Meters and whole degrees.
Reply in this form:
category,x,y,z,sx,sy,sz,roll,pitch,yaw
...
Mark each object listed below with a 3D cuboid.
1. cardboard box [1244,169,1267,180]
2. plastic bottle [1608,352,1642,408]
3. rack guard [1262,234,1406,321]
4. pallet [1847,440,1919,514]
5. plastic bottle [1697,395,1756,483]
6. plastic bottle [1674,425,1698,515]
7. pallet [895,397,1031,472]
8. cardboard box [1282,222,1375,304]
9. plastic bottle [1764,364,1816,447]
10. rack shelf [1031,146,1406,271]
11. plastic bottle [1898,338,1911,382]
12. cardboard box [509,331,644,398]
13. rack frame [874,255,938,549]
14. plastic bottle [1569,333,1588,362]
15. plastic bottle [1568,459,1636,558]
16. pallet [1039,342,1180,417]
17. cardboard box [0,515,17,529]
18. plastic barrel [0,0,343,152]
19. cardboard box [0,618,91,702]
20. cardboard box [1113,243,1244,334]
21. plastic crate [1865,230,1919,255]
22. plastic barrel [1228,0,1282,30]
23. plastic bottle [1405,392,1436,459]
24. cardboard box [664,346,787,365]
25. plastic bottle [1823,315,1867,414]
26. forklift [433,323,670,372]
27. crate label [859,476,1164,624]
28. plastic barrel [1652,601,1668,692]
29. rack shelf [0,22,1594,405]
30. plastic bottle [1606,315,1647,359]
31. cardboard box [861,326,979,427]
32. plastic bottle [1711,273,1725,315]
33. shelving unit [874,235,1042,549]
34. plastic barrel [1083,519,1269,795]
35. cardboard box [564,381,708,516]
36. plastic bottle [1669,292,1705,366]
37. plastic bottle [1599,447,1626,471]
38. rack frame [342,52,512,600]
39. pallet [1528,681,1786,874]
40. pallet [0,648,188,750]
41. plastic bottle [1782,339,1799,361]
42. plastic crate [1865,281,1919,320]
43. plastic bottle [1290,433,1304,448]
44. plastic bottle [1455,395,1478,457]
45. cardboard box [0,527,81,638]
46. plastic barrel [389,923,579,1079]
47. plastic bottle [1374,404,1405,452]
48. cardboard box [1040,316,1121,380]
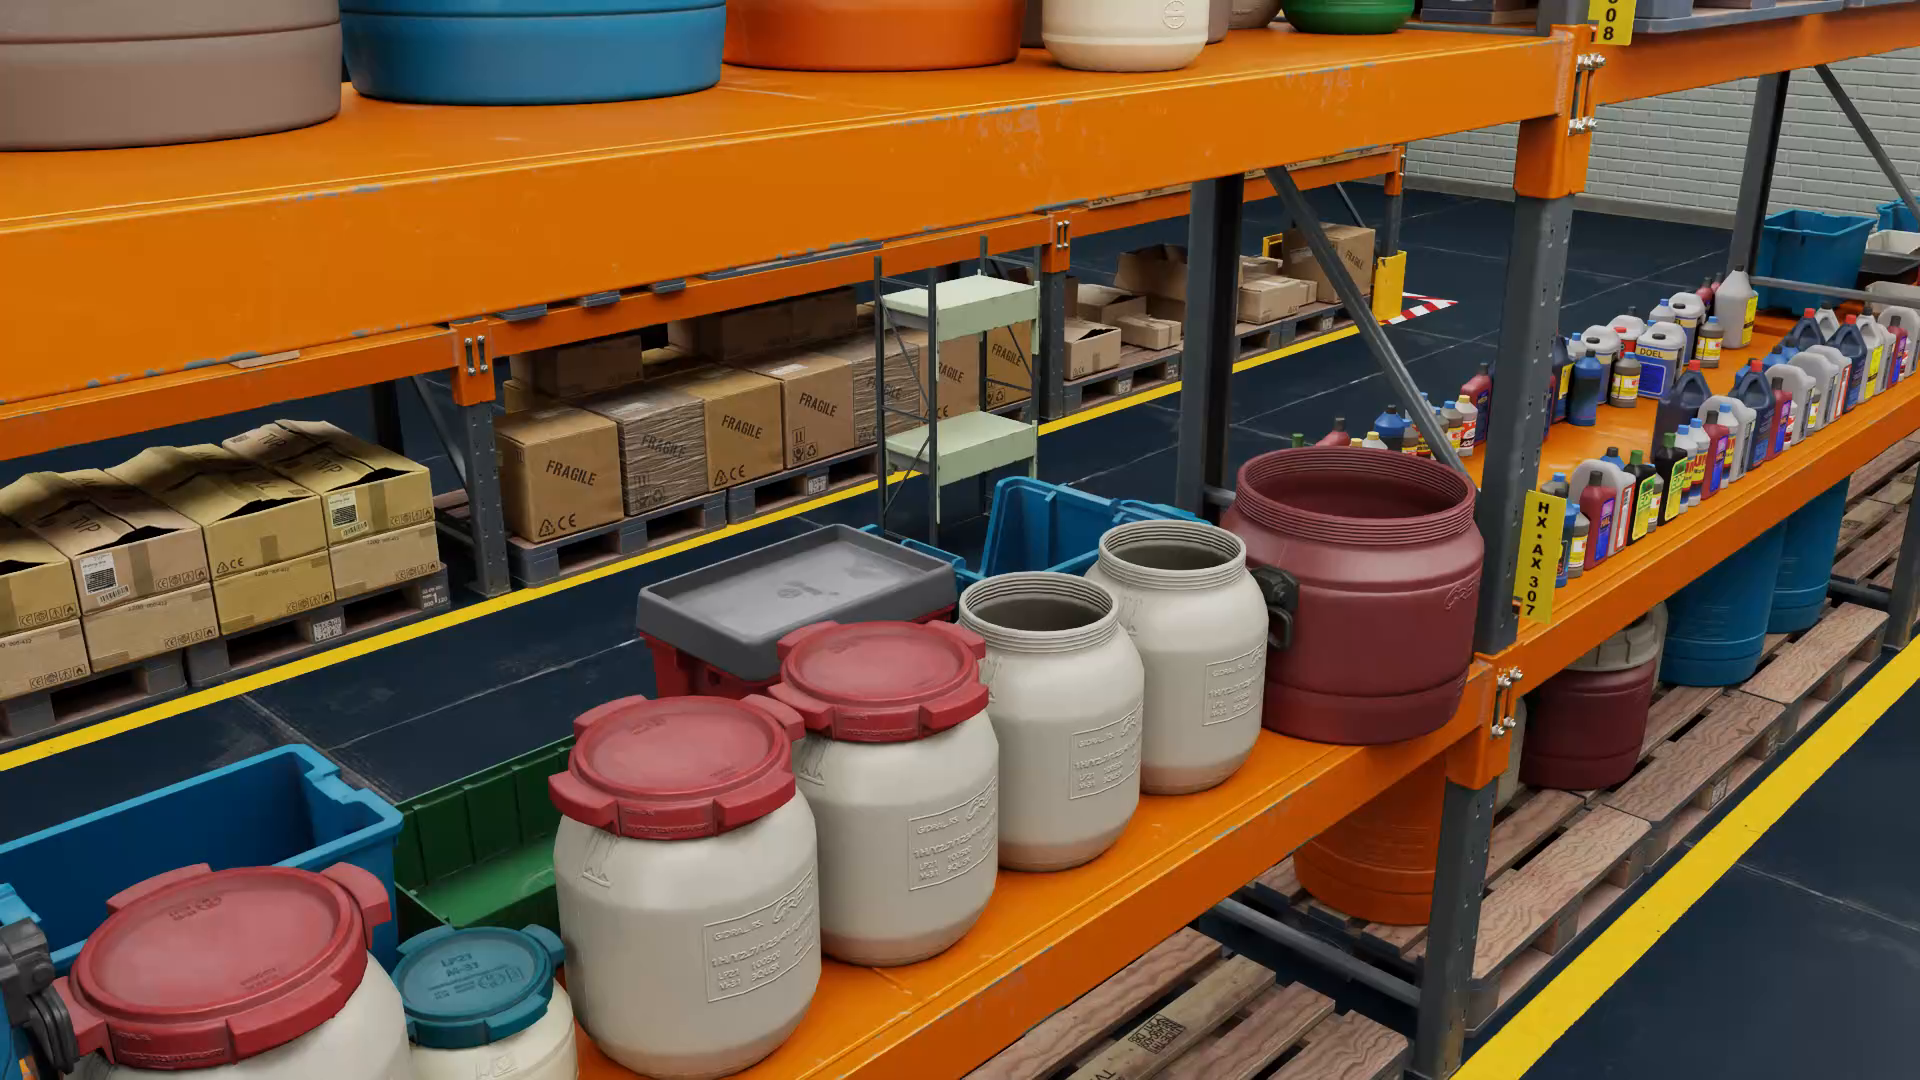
category,x,y,z,sx,sy,sz,roll,pitch,yaw
cardboard box,1.865,-2.787,11.505,0.500,0.500,0.500,19,28,40
plastic bottle,2.500,-0.605,6.244,0.097,0.201,0.097,0,21,0
rack guard,2.992,-2.128,13.413,1.175,0.500,0.348,19,28,41
pallet,5.138,-0.257,8.950,1.003,0.211,1.213,19,28,41
plastic bottle,2.512,-0.346,5.466,0.152,0.276,0.135,19,28,41
plastic bottle,2.222,-0.223,5.152,0.097,0.271,0.097,0,21,0
pallet,-0.285,-0.766,10.272,1.003,0.211,1.213,19,28,41
cardboard box,2.843,-2.151,12.861,0.500,0.500,0.500,19,28,41
plastic bottle,2.896,-0.487,5.834,0.152,0.276,0.135,19,28,41
rack shelf,1.650,-2.464,11.807,1.077,0.370,4.000,19,28,41
plastic bottle,3.697,-0.733,6.579,0.097,0.201,0.097,0,21,0
cardboard box,-2.015,-0.961,8.719,0.500,0.250,0.500,-19,28,-40
rack frame,-0.260,-0.604,8.056,0.400,1.500,0.023,19,28,41
plastic bottle,2.297,-0.641,6.240,0.097,0.271,0.097,0,21,0
plastic bottle,1.867,-0.108,4.848,0.152,0.276,0.135,19,28,41
pallet,0.735,-1.160,11.300,1.003,0.211,1.213,19,28,41
cardboard box,-4.187,0.029,6.783,0.500,0.311,0.500,19,28,40
plastic barrel,-1.124,-0.976,2.053,0.600,0.901,0.600,0,21,0
cardboard box,-3.794,0.421,6.545,0.500,0.250,0.500,-20,28,-41
cardboard box,1.562,-1.810,11.969,0.797,0.503,0.637,19,28,41
plastic crate,4.801,-1.473,8.509,0.293,0.136,0.466,19,28,41
plastic barrel,0.575,-1.466,3.871,0.421,0.512,0.421,0,21,0
plastic bottle,1.514,-0.352,5.489,0.097,0.271,0.097,0,21,0
cardboard box,-1.328,-0.865,9.514,0.500,0.500,0.500,18,27,39
plastic bottle,3.266,-0.656,6.170,0.144,0.351,0.185,19,28,41
forklift,-2.553,-2.605,11.267,3.031,2.935,1.130,-11,23,-26
crate label,0.124,0.154,3.943,0.502,0.435,0.616,19,28,41
plastic barrel,2.458,0.361,6.338,0.421,0.512,0.421,0,21,0
rack shelf,-0.384,-0.567,2.691,1.077,0.370,4.000,19,28,41
plastic bottle,2.560,-0.726,6.454,0.152,0.276,0.135,19,28,41
cardboard box,-0.235,-1.001,9.868,0.500,0.500,0.500,19,28,41
plastic bottle,3.240,-1.003,7.166,0.061,0.283,0.133,19,28,41
shelving unit,-0.005,-0.698,8.301,0.431,1.500,0.755,19,28,41
plastic barrel,0.446,0.249,3.590,0.421,0.512,0.421,0,21,0
cardboard box,-1.652,-0.478,8.507,0.500,0.500,0.500,18,27,39
plastic bottle,2.950,-0.869,6.829,0.152,0.276,0.135,19,28,41
plastic bottle,1.924,-0.144,4.948,0.097,0.271,0.097,0,21,0
rack frame,-2.535,-1.258,7.665,1.000,3.000,0.127,19,28,41
pallet,2.382,0.760,6.304,1.003,0.211,1.213,19,28,41
pallet,-3.989,0.558,6.829,1.003,0.211,1.213,19,28,41
plastic bottle,3.049,-0.606,6.149,0.097,0.271,0.097,0,21,0
plastic crate,4.229,-1.034,7.367,0.396,0.136,0.243,19,28,41
plastic bottle,0.988,-0.173,5.007,0.061,0.283,0.133,19,28,41
plastic bottle,1.718,-0.394,5.697,0.097,0.201,0.097,0,21,0
cardboard box,-3.787,0.157,6.451,0.500,0.311,0.500,-19,28,-41
plastic barrel,-0.746,0.774,2.572,0.301,0.262,0.301,0,21,0
plastic bottle,1.378,-0.302,5.359,0.097,0.271,0.097,0,21,0
cardboard box,0.703,-1.290,10.884,0.500,0.311,0.500,19,28,41
